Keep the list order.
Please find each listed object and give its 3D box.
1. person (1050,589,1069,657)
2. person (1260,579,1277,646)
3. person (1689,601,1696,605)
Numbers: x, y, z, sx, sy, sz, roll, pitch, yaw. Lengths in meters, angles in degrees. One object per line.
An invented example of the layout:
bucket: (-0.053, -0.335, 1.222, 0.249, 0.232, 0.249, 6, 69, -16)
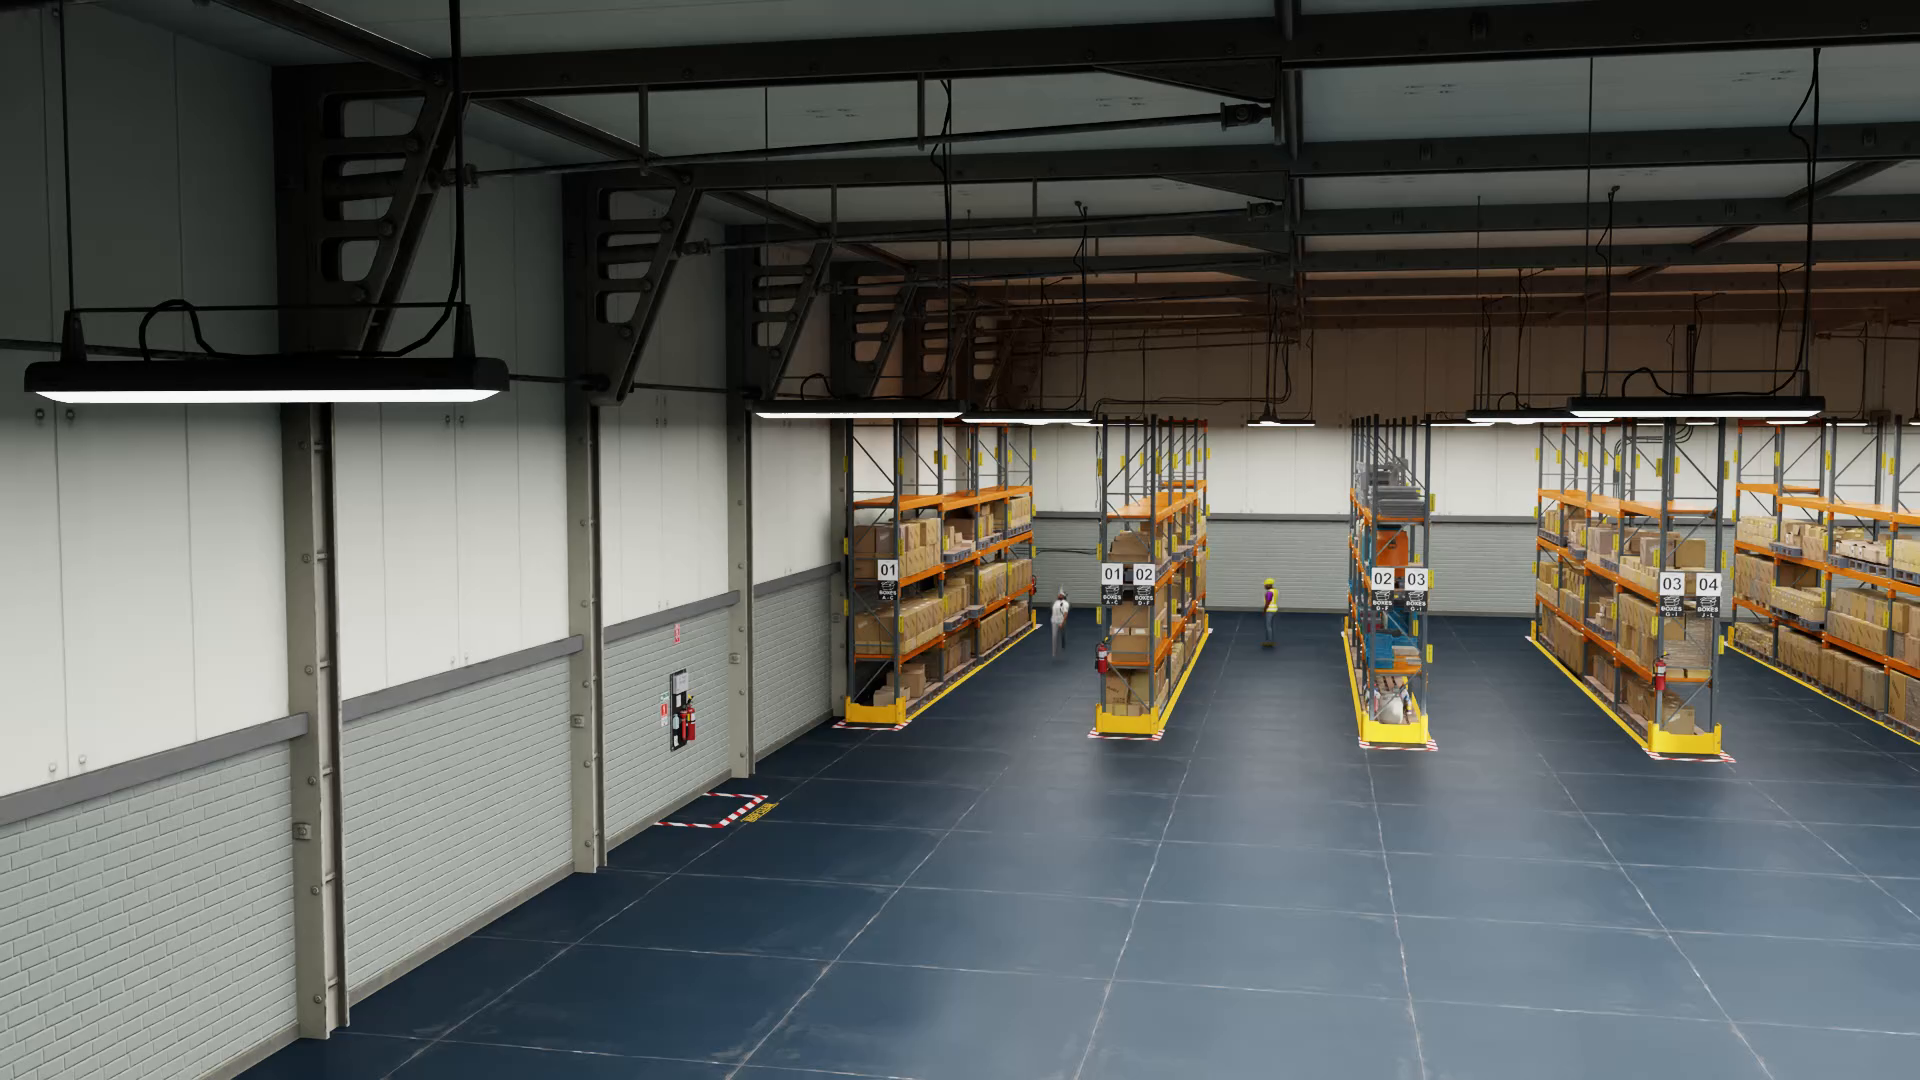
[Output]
person: (2.445, 2.023, 40.791, 0.446, 1.639, 0.931, 0, 4, 6)
person: (8.144, 1.907, 43.920, 0.405, 1.777, 0.580, 2, 4, 26)
person: (19.666, 1.848, 44.893, 0.604, 1.752, 0.576, -2, 5, -32)
